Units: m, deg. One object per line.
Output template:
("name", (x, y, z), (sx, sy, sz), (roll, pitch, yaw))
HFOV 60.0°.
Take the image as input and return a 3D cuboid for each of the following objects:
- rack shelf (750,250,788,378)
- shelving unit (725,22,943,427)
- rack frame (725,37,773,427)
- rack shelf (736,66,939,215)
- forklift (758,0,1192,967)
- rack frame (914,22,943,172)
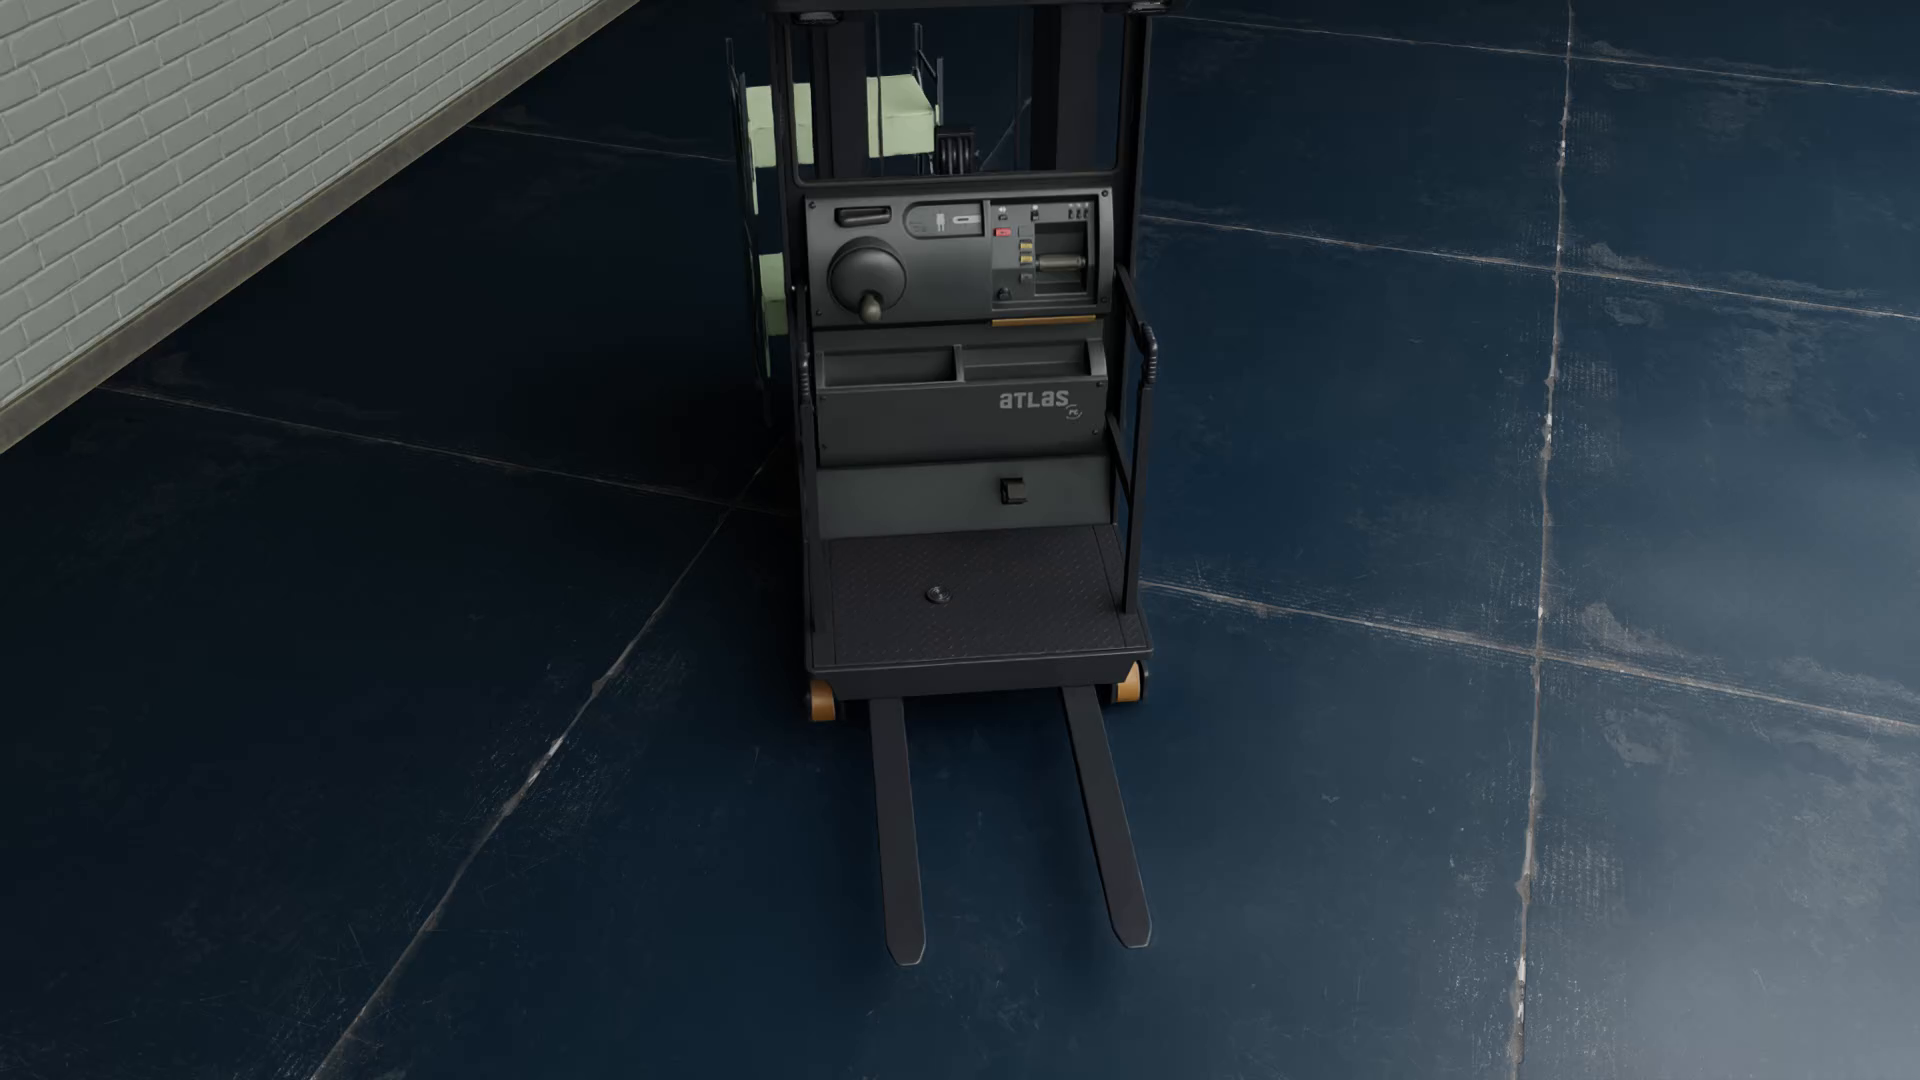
("rack shelf", (-0.478, -0.974, 6.859), (0.720, 0.370, 0.431), (-8, 37, -11))
("shelving unit", (-0.478, -1.237, 6.665), (0.755, 1.500, 0.431), (-8, 37, -11))
("rack frame", (-0.834, -1.187, 6.597), (0.023, 1.500, 0.400), (-8, 37, -11))
("rack shelf", (-0.478, -1.551, 6.434), (0.720, 0.370, 0.431), (-8, 37, -11))
("forklift", (0.024, -0.798, 4.861), (1.130, 2.935, 3.031), (-3, 36, -4))
("rack frame", (-0.121, -1.287, 6.734), (0.023, 1.500, 0.400), (-8, 37, -11))
